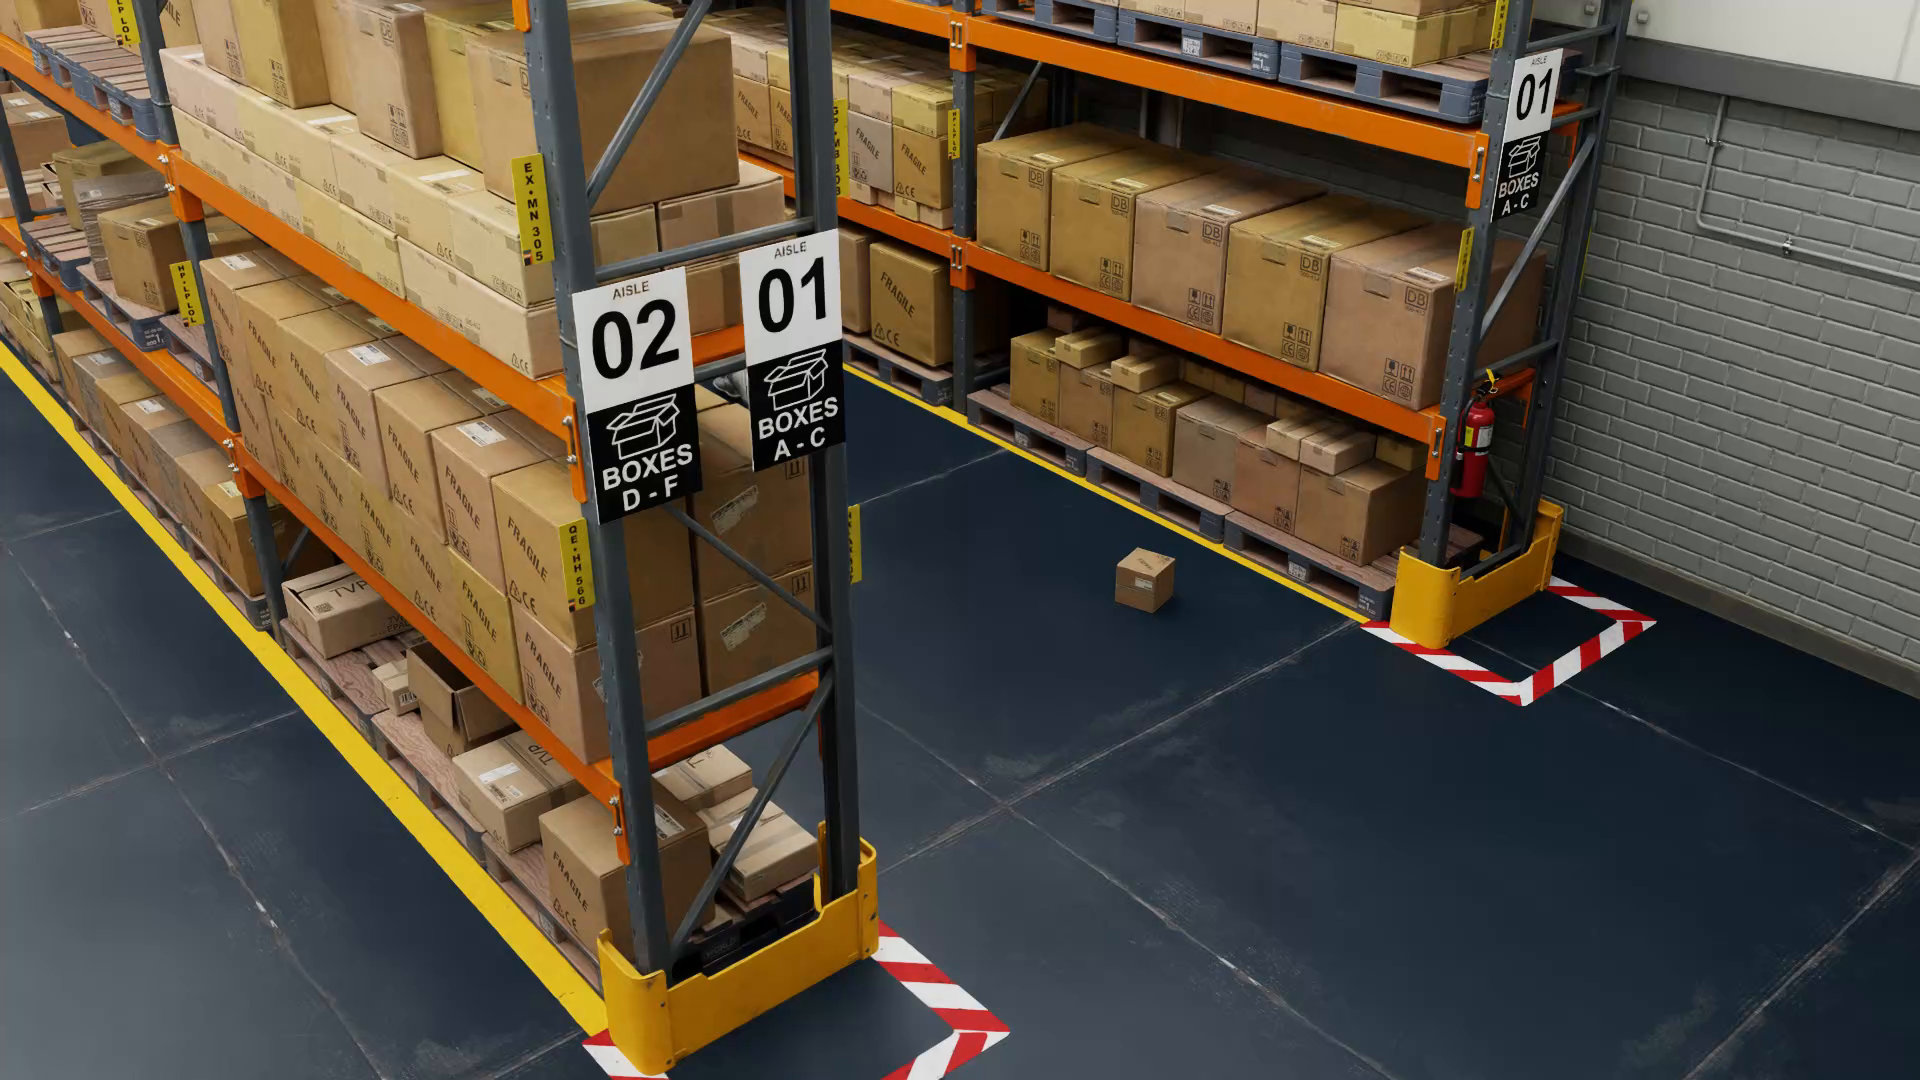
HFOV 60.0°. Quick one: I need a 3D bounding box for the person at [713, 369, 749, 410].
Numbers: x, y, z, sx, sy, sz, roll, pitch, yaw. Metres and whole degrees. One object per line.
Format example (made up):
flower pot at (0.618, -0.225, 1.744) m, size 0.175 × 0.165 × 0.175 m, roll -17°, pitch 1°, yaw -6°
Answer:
person at (-1.598, -1.653, 11.681) m, size 0.472 × 1.616 × 0.983 m, roll -21°, pitch 35°, yaw -34°
